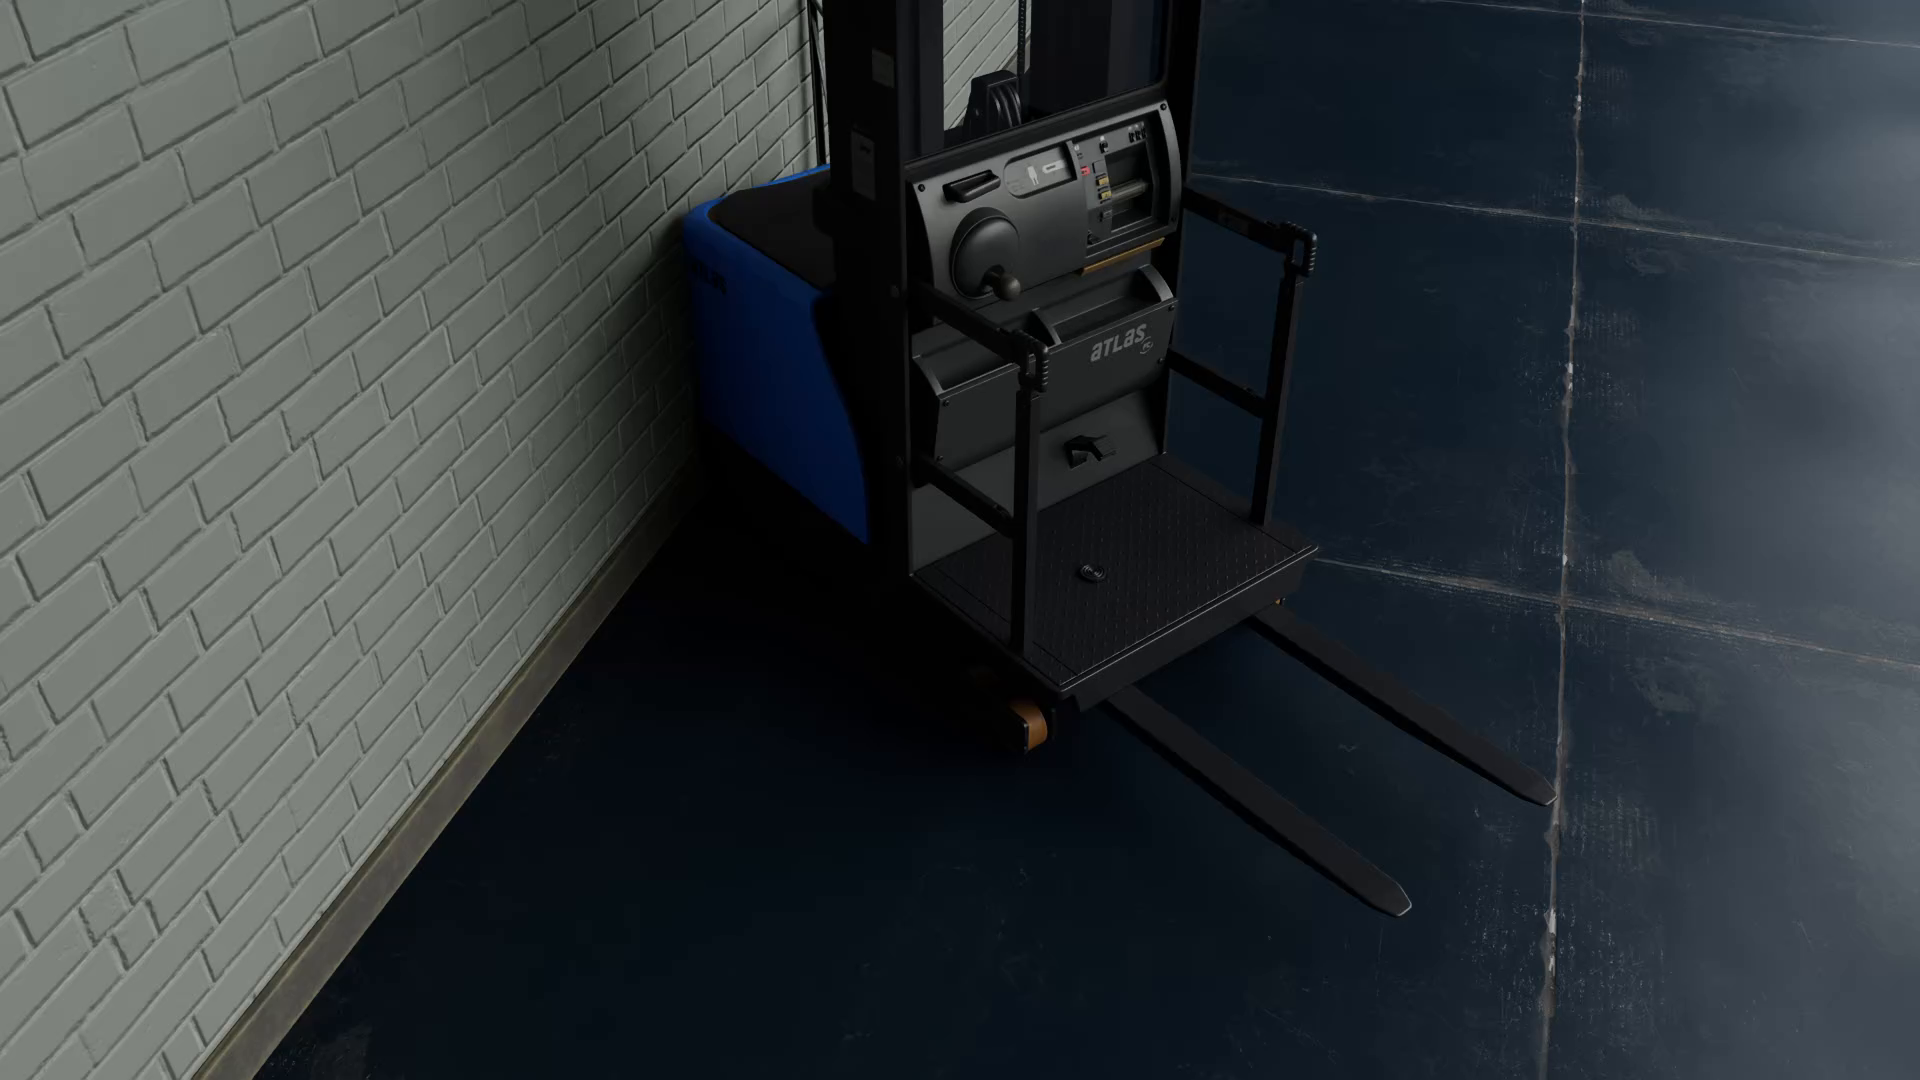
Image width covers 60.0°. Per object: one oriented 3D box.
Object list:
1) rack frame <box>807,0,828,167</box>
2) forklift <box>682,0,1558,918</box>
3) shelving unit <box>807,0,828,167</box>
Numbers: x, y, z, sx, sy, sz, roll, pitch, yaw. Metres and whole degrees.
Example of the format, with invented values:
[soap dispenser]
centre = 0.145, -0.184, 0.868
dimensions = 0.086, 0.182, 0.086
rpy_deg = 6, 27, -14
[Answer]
[rack frame]
centre = -0.480, -1.334, 6.269
dimensions = 0.032, 1.500, 0.500
rpy_deg = -9, 34, -12
[forklift]
centre = 0.392, -0.891, 4.488
dimensions = 1.130, 2.935, 3.031
rpy_deg = -26, 43, -30
[shelving unit]
centre = 0.021, -1.410, 6.372
dimensions = 1.083, 1.500, 0.587
rpy_deg = -9, 34, -12
